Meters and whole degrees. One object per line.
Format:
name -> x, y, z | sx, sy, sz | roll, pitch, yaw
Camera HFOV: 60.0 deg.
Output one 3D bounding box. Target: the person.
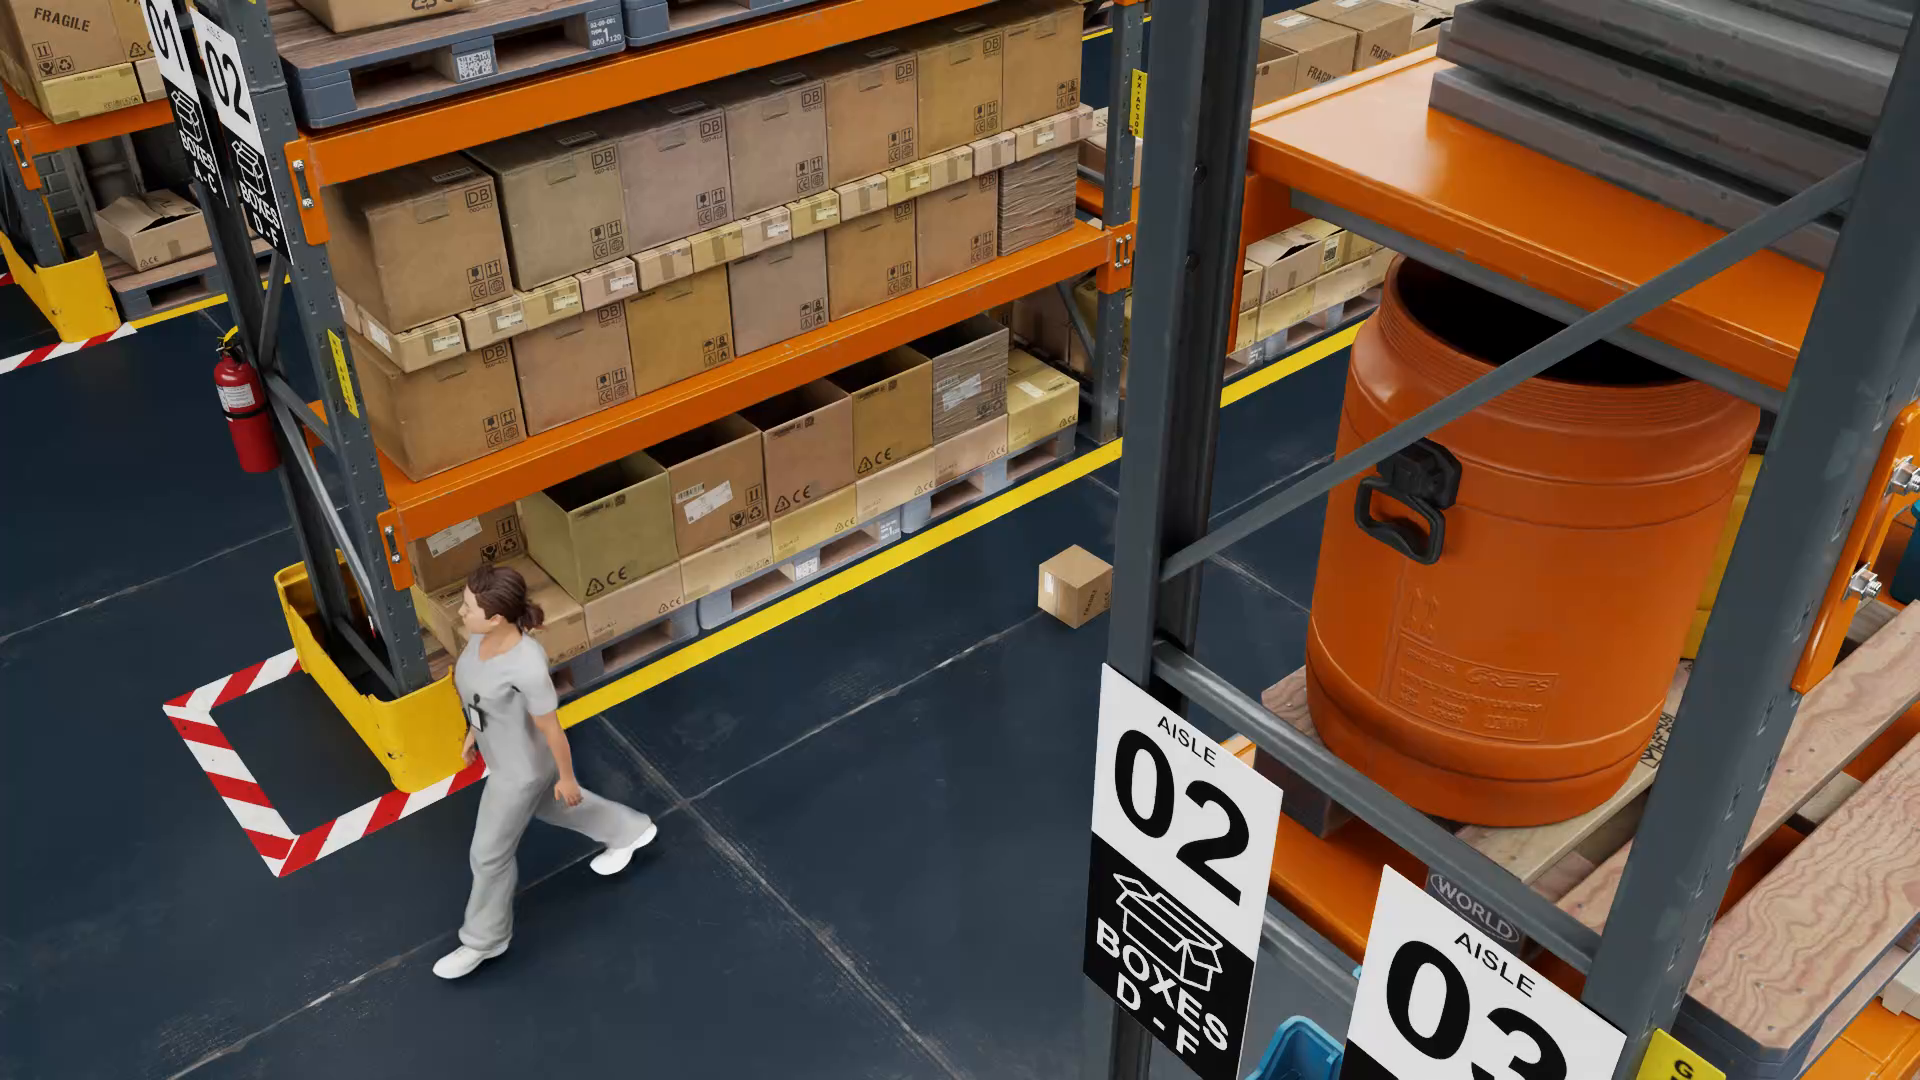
person -> -1.609, 0.773, 6.022 | 0.990, 1.625, 0.476 | -22, 42, -28
